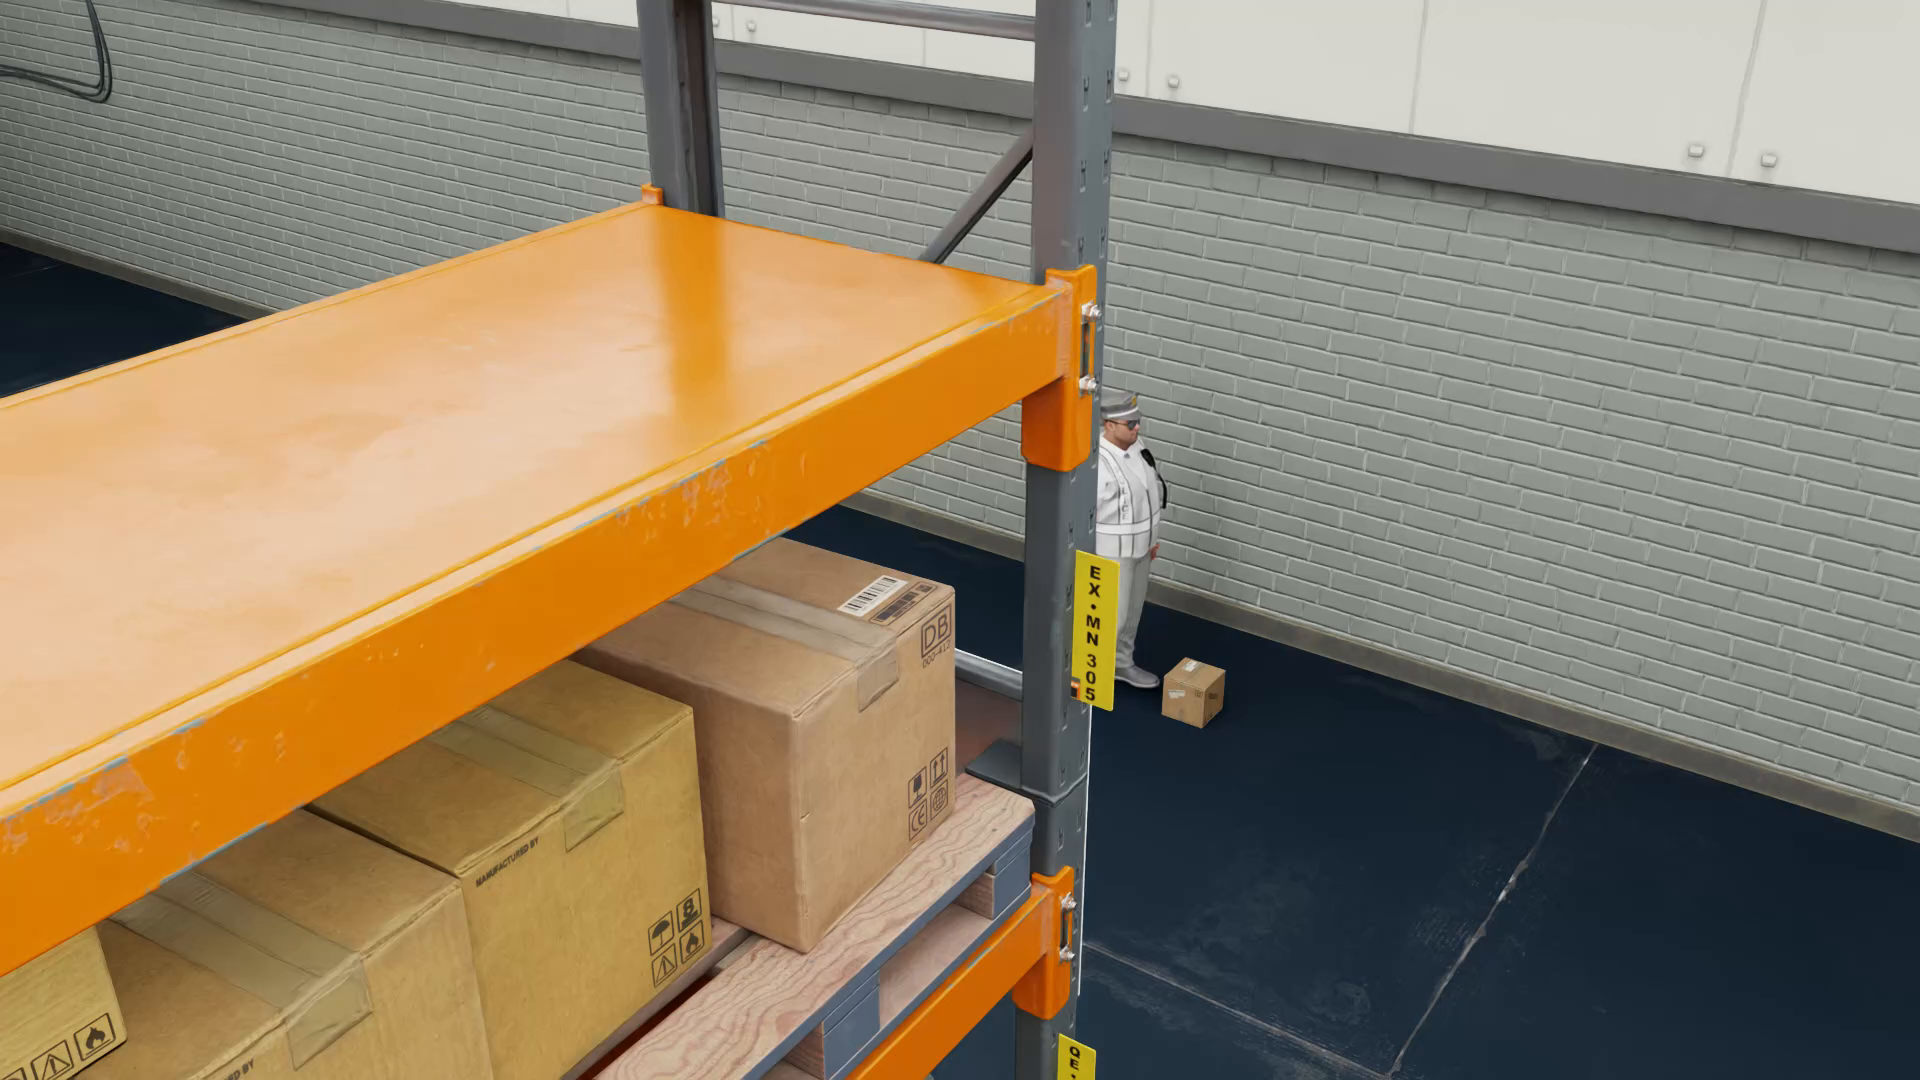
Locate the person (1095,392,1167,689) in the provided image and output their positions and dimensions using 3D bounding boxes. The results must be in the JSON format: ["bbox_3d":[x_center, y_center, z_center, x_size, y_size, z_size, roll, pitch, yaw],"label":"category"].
[{"bbox_3d":[0.897,0.069,9.075,0.439,1.855,0.550,18,32,31],"label":"person"}]
